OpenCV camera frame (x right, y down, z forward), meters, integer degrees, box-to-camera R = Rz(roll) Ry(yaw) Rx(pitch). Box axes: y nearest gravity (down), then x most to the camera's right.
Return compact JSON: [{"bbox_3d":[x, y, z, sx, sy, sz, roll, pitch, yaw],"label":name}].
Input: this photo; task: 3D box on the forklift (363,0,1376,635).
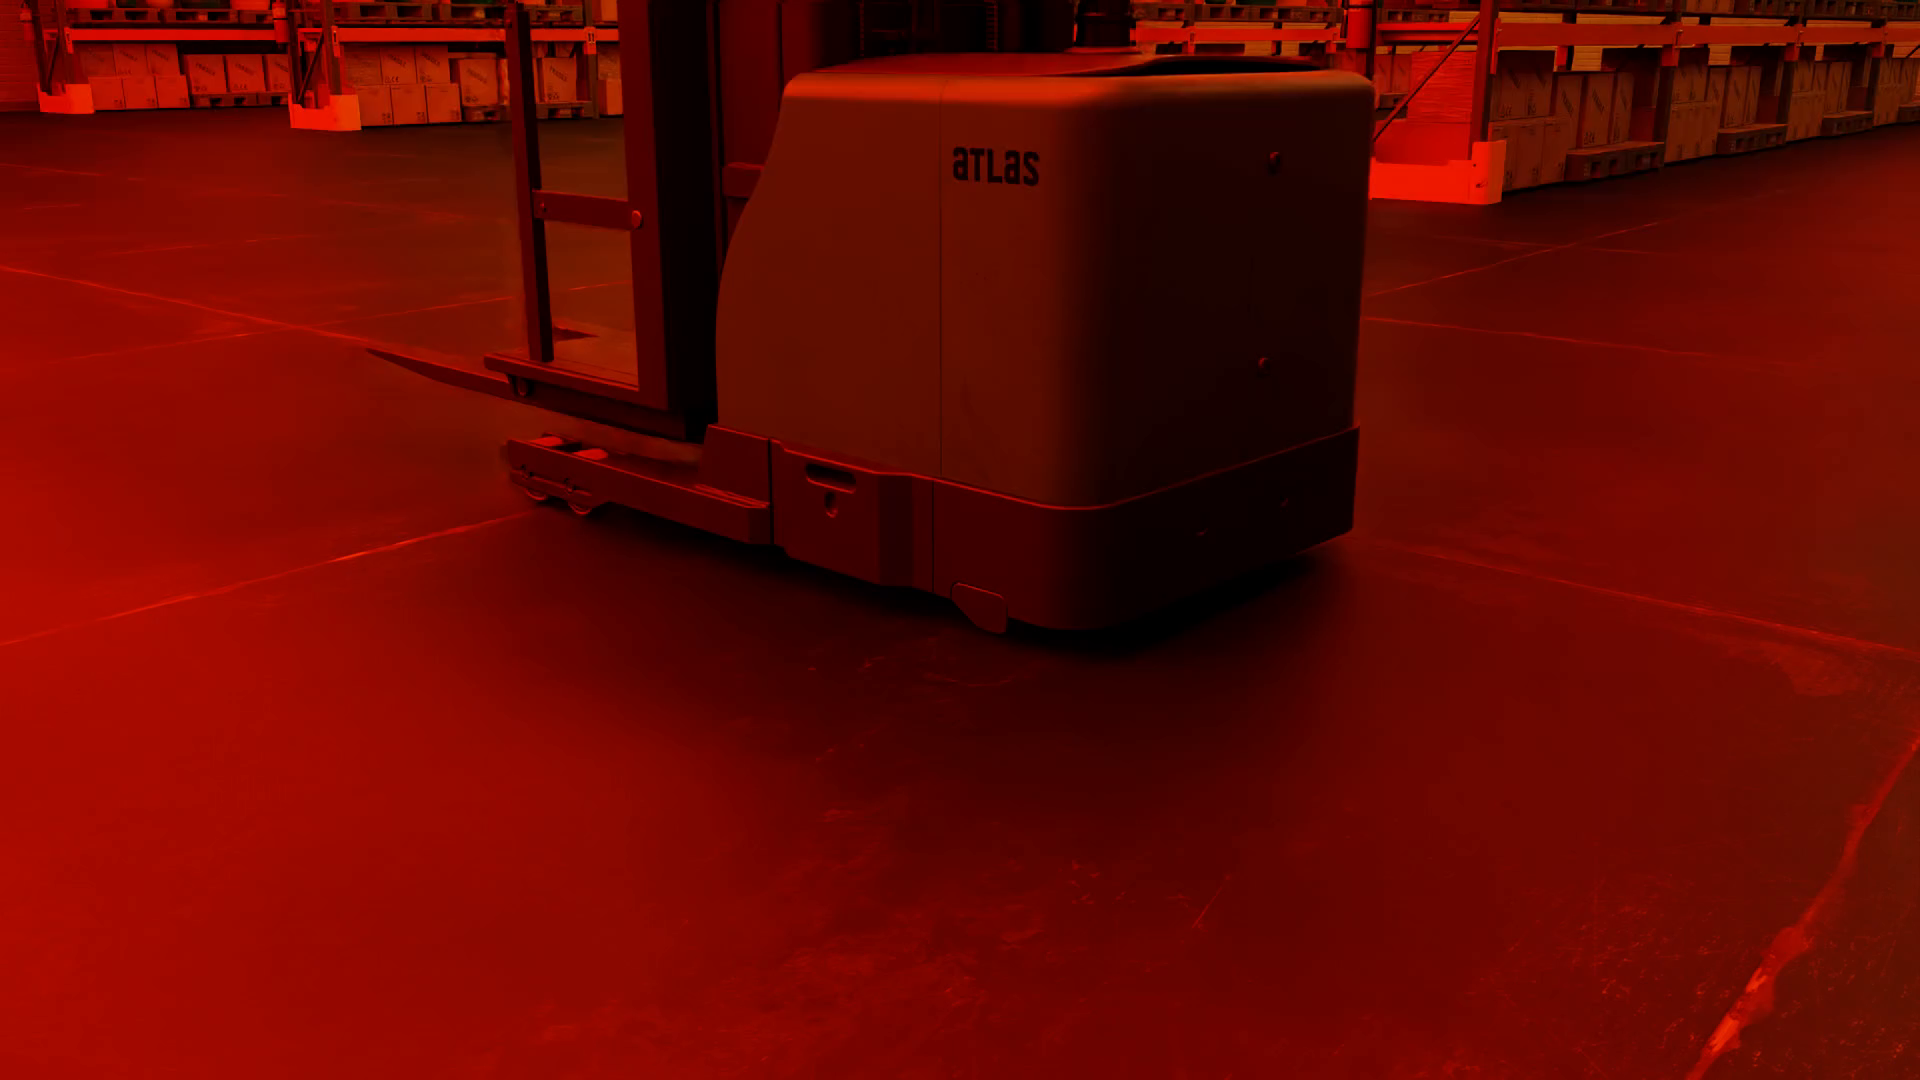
[{"bbox_3d":[-0.521,-1.561,4.039,3.031,2.935,1.130,15,23,41],"label":"forklift"}]
